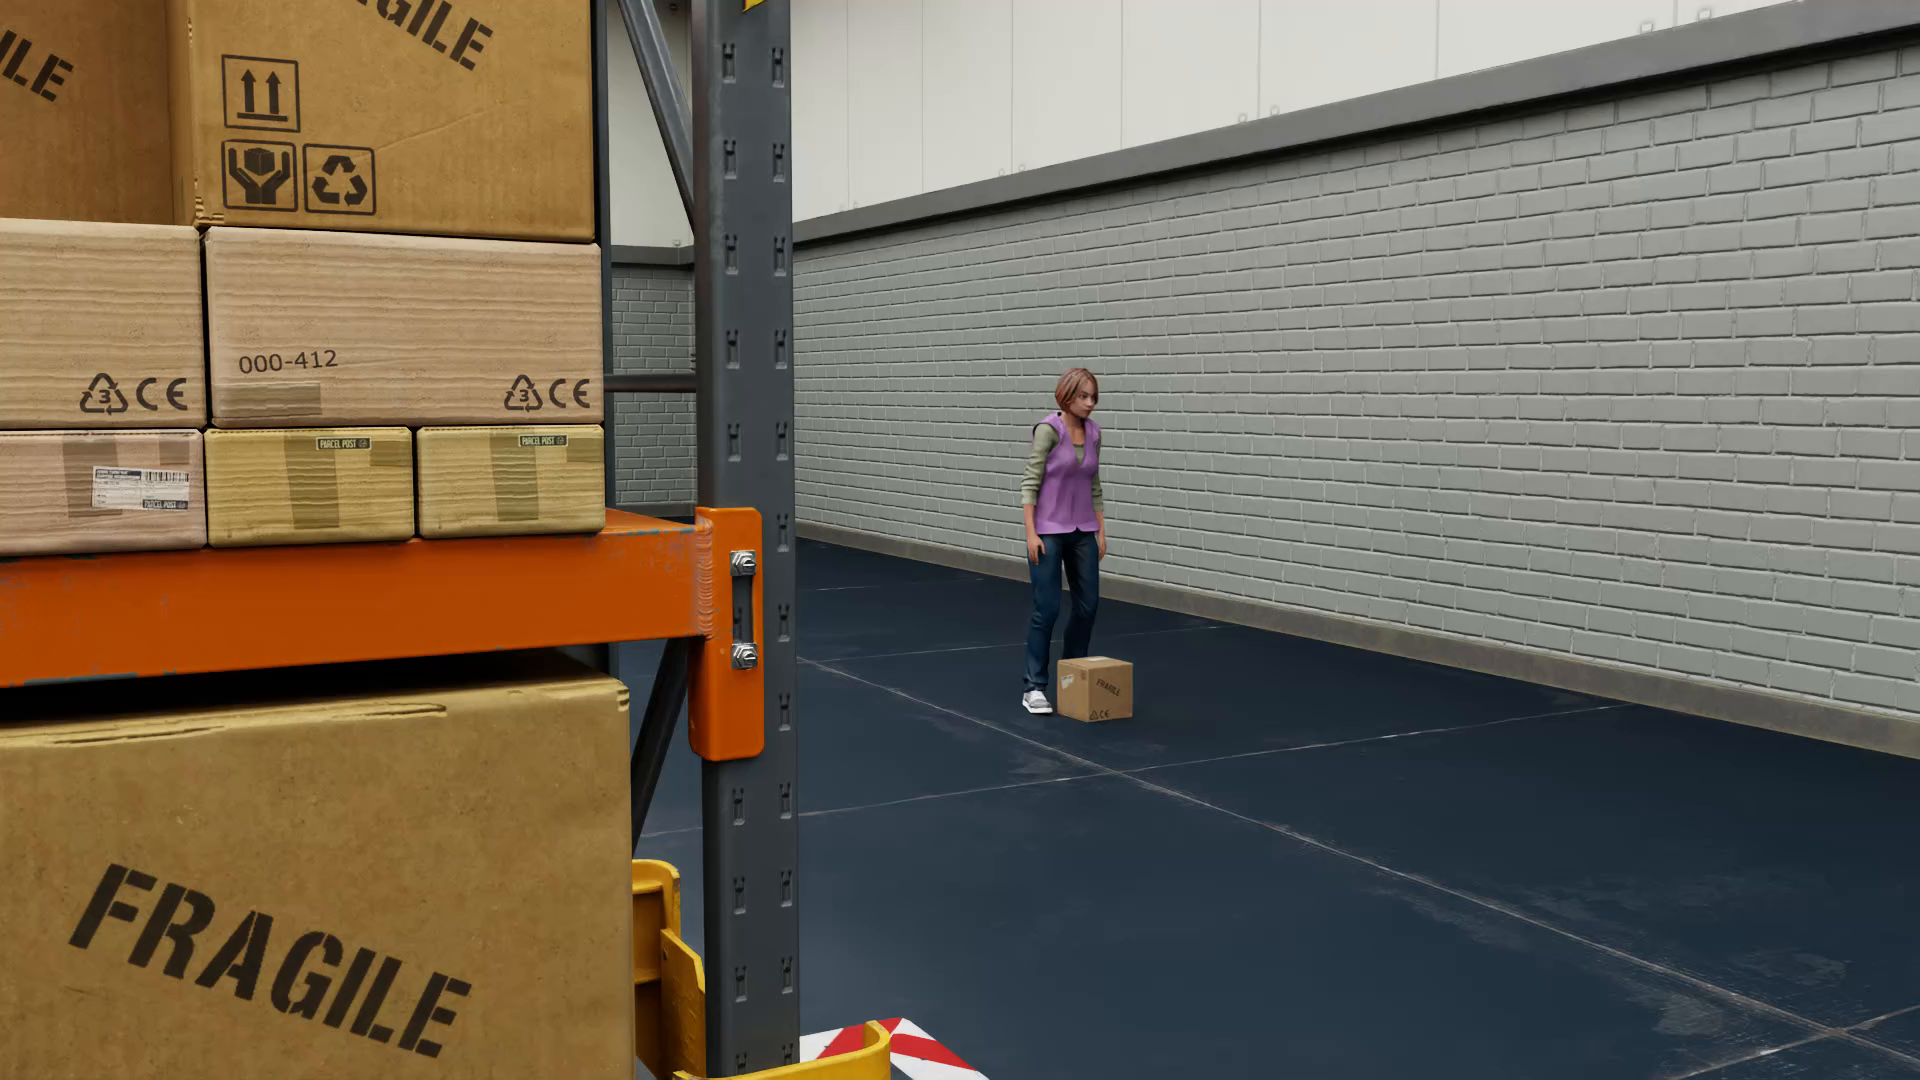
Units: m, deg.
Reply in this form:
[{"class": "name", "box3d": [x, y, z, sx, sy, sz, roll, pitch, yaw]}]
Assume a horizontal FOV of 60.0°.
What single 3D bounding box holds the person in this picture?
[{"class": "person", "box3d": [0.490, 0.095, 7.788, 0.472, 1.391, 0.346, -3, 6, -32]}]
